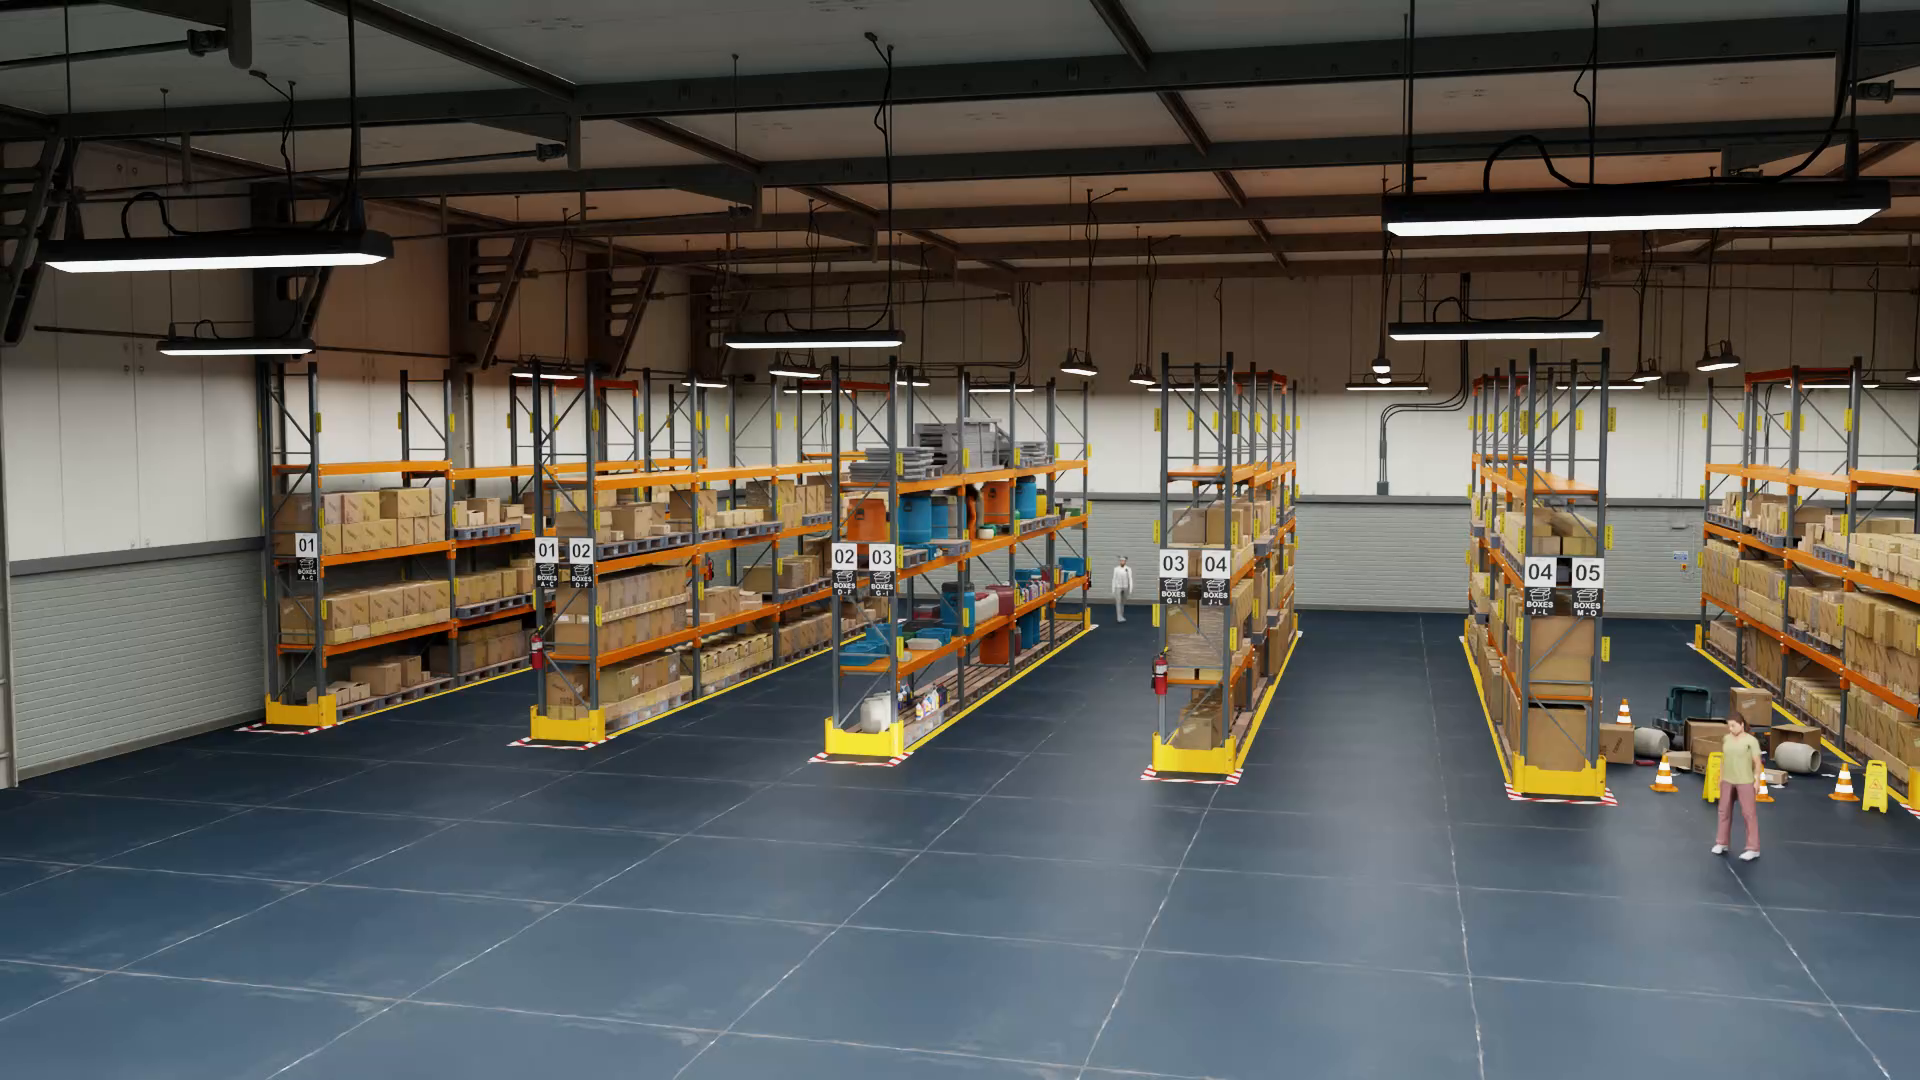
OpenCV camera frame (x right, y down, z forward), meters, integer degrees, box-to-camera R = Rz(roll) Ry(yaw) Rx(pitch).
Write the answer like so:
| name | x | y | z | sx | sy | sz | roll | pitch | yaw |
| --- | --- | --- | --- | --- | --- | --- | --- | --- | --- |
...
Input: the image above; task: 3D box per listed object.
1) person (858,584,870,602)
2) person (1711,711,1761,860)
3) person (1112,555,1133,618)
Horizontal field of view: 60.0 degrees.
| name | x | y | z | sx | sy | sz | roll | pitch | yaw |
| --- | --- | --- | --- | --- | --- | --- | --- | --- | --- |
| person | -2.430 | 1.061 | 43.612 | 0.877 | 1.723 | 0.577 | 3 | 5 | 41 |
| person | 8.955 | 2.810 | 19.205 | 0.381 | 1.674 | 0.529 | -3 | 5 | -32 |
| person | 4.097 | 1.187 | 41.873 | 0.477 | 1.611 | 0.488 | -1 | 4 | -14 |
